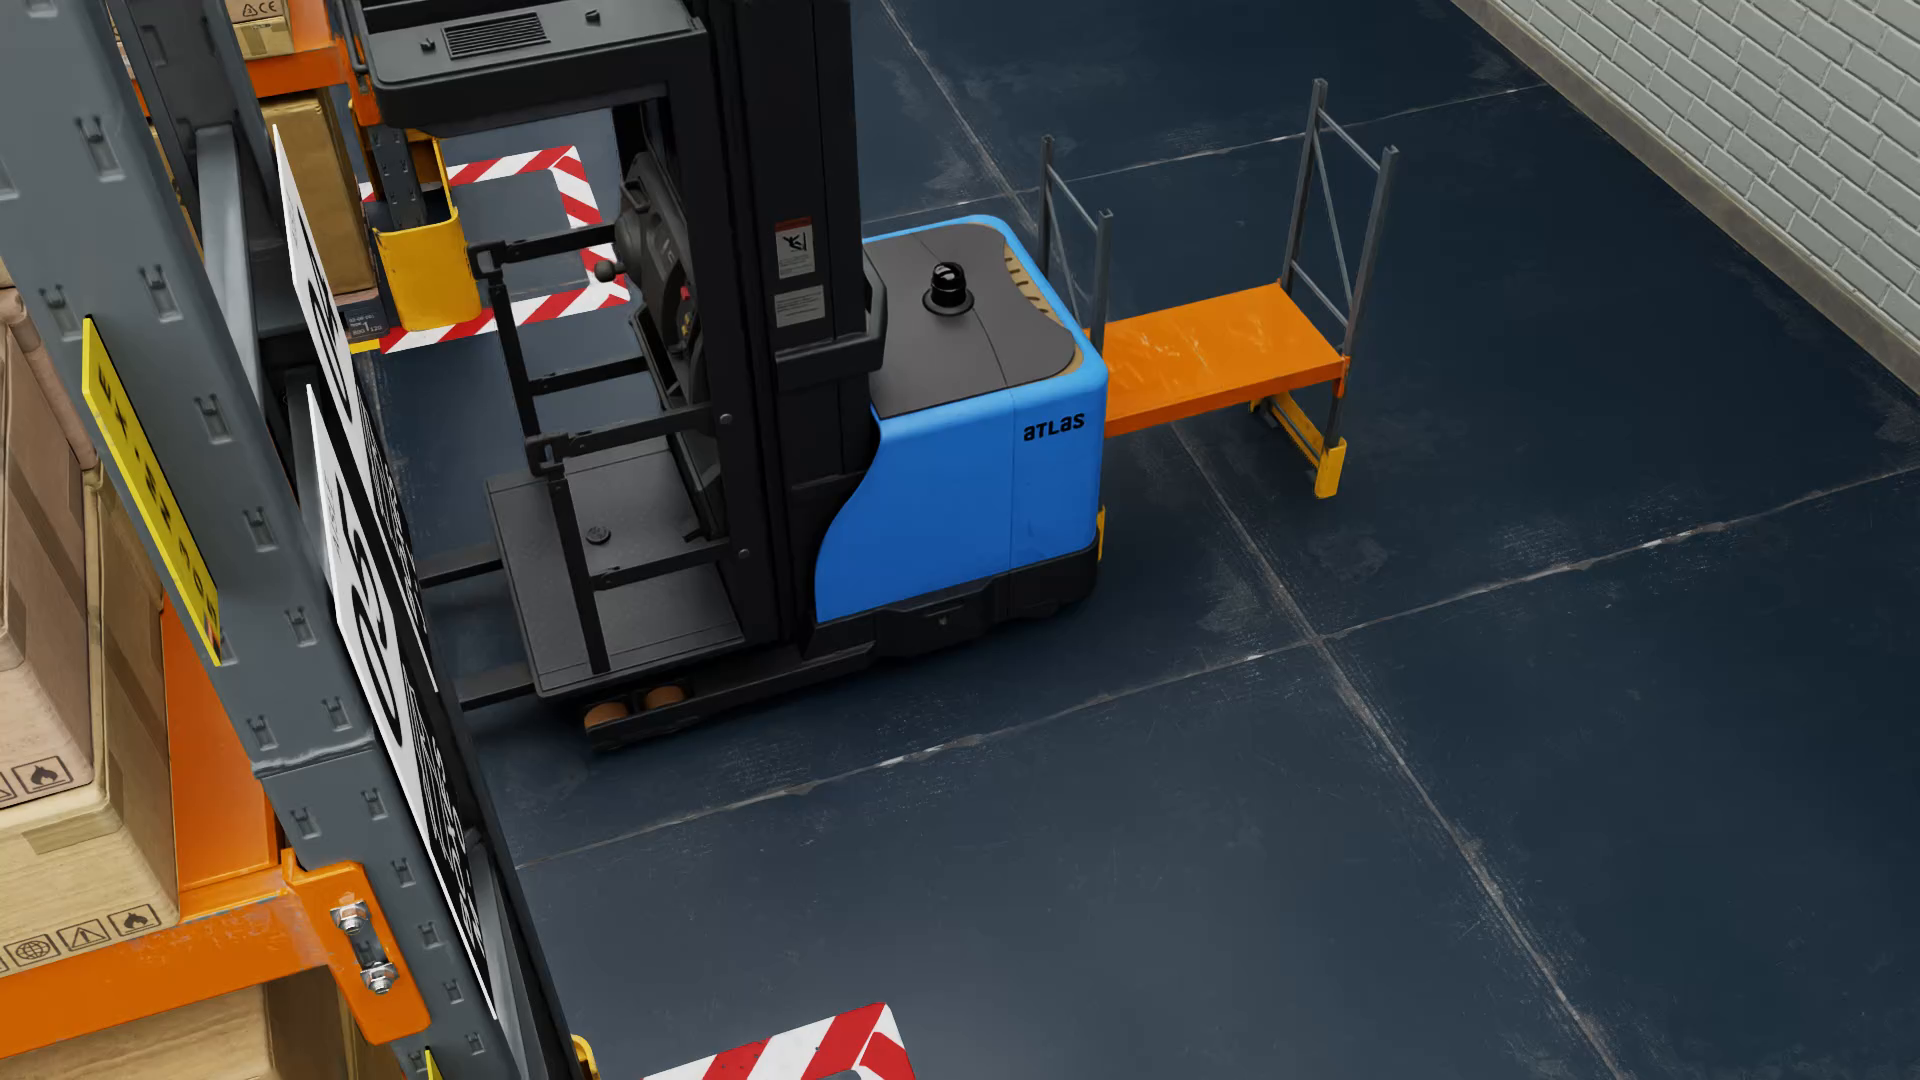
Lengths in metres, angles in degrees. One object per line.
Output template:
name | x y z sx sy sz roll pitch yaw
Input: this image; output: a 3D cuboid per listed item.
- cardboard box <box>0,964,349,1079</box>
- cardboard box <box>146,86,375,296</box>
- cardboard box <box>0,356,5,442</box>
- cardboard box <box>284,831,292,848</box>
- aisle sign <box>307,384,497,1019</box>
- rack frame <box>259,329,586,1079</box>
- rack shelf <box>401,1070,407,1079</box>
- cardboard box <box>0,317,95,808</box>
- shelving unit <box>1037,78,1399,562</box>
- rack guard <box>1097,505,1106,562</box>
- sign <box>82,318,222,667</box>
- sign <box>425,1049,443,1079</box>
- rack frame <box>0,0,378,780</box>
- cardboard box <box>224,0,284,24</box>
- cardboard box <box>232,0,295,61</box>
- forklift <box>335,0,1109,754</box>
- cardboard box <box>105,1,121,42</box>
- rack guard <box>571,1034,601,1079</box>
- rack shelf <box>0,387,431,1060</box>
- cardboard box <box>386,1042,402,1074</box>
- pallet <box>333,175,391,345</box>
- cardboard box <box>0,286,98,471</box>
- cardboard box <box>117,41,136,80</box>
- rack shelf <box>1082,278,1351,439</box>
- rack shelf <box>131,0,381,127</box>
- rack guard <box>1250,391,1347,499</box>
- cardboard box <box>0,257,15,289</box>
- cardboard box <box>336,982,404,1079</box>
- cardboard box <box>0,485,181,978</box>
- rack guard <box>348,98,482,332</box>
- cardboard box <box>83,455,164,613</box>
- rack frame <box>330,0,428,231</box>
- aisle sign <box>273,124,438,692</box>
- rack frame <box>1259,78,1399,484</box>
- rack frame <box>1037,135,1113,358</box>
cardboard box | -1.202 0.747 2.401 0.500 0.500 0.500 -15 47 -15
cardboard box | -3.020 -1.555 6.885 0.875 0.875 0.875 -14 47 -14
cardboard box | -1.069 -0.083 1.568 0.250 0.149 0.380 -15 47 -14
cardboard box | -1.369 0.403 2.744 0.500 0.500 0.500 -15 47 -14
aisle sign | -0.686 0.229 2.068 0.004 0.787 0.394 -14 47 -14
rack frame | -0.856 0.965 3.171 0.127 3.000 1.000 -14 47 -14
rack shelf | -2.737 1.700 2.946 4.000 0.370 1.077 -14 47 -14
cardboard box | -1.203 0.063 1.705 0.500 0.250 0.500 -16 47 -15
shelving unit | 0.854 -0.764 5.952 1.083 1.500 0.587 -15 47 -15
rack guard | 0.389 -0.196 6.269 0.087 0.250 0.587 -15 47 -15
sign | -0.687 -0.032 1.421 0.005 0.325 0.100 -14 47 -14
sign | -0.687 0.819 2.275 0.005 0.325 0.100 -14 47 -14
rack frame | -0.856 -1.153 1.046 0.127 3.000 1.000 -14 47 -14
cardboard box | -2.811 -2.123 6.144 0.500 0.250 0.500 -15 47 -14
cardboard box | -2.668 -1.970 6.273 0.250 0.149 0.380 -14 47 -13
forklift | -1.080 -0.760 4.938 3.031 2.935 1.130 -15 47 -15
cardboard box | -3.288 -2.001 6.022 0.500 0.250 0.500 -15 47 -15
rack guard | -0.928 1.865 4.038 0.348 0.500 1.175 -14 47 -14
rack shelf | -2.737 0.641 1.884 4.000 0.370 1.077 -14 47 -14
cardboard box | -1.372 0.748 3.106 0.500 0.500 0.500 -12 46 -12
pallet | -3.171 -1.135 7.232 1.213 0.211 1.003 -14 47 -14
cardboard box | -1.367 -0.283 2.049 0.500 0.250 0.500 -14 47 -13
cardboard box | -3.150 -1.847 6.150 0.250 0.149 0.380 -14 47 -14
rack shelf | 0.845 -0.634 6.077 1.000 0.185 0.538 -15 47 -15
rack shelf | -4.326 -1.629 6.264 4.000 0.370 1.077 -14 47 -14
rack guard | 1.319 -0.449 6.521 0.087 0.250 0.587 -15 47 -15
cardboard box | -1.238 -0.432 1.917 0.250 0.149 0.380 -15 47 -14
cardboard box | -1.191 1.104 2.751 0.500 0.500 0.500 -13 47 -13
cardboard box | -1.194 0.245 1.877 0.500 0.250 0.500 -15 47 -15
rack guard | -2.423 -1.487 7.379 0.348 0.500 1.175 -14 47 -14
cardboard box | -1.365 -0.103 2.223 0.500 0.250 0.500 -13 46 -12
rack frame | -2.445 -2.364 6.488 0.127 3.000 1.000 -14 47 -14
aisle sign | -0.889 -0.170 2.466 0.004 0.787 0.394 -14 47 -14
rack frame | 1.320 -0.890 6.078 0.032 1.500 0.500 -15 47 -15
rack frame | 0.371 -0.633 5.822 0.032 1.500 0.500 -15 47 -15
